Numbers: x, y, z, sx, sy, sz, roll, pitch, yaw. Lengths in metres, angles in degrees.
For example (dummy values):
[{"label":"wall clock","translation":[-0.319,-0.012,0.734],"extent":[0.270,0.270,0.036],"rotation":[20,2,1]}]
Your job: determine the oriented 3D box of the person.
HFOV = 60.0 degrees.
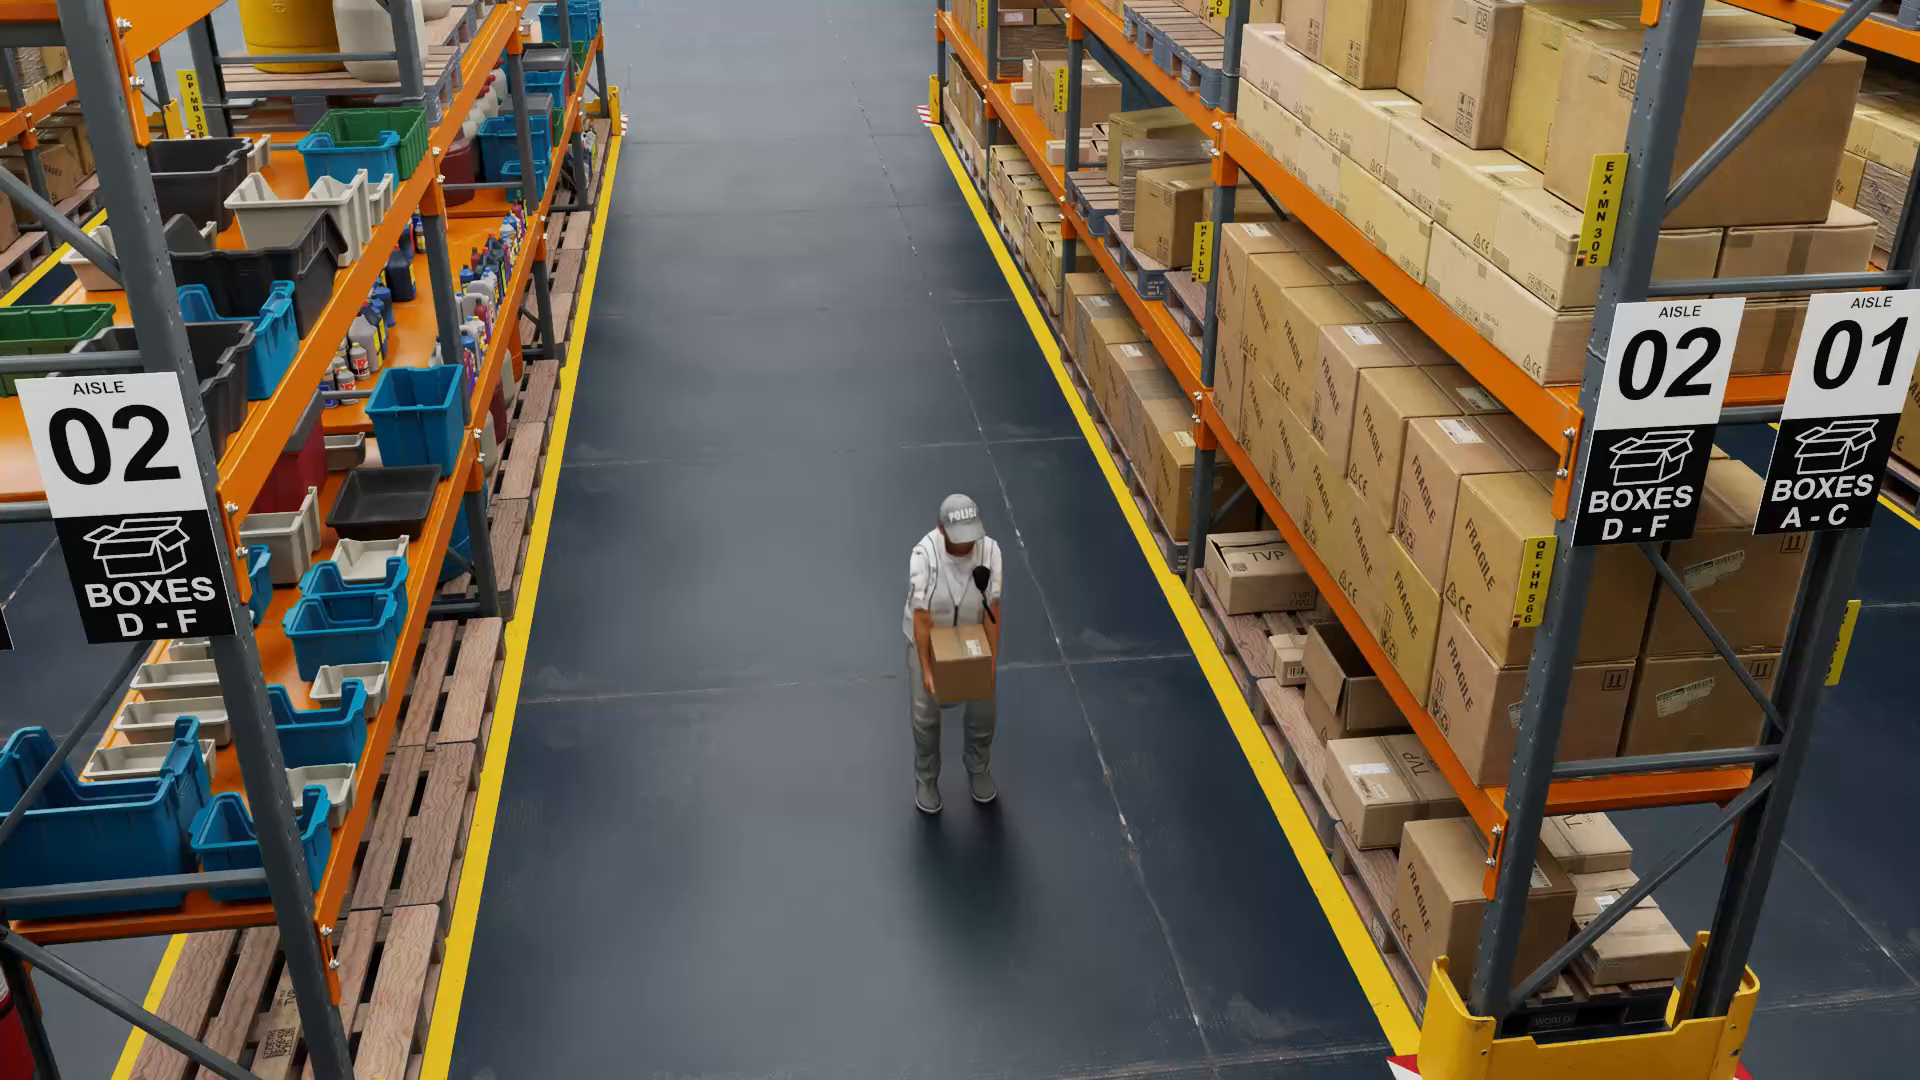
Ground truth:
[{"label":"person","translation":[-0.025,0.463,7.715],"extent":[0.564,1.666,0.455],"rotation":[-5,28,-10]}]
